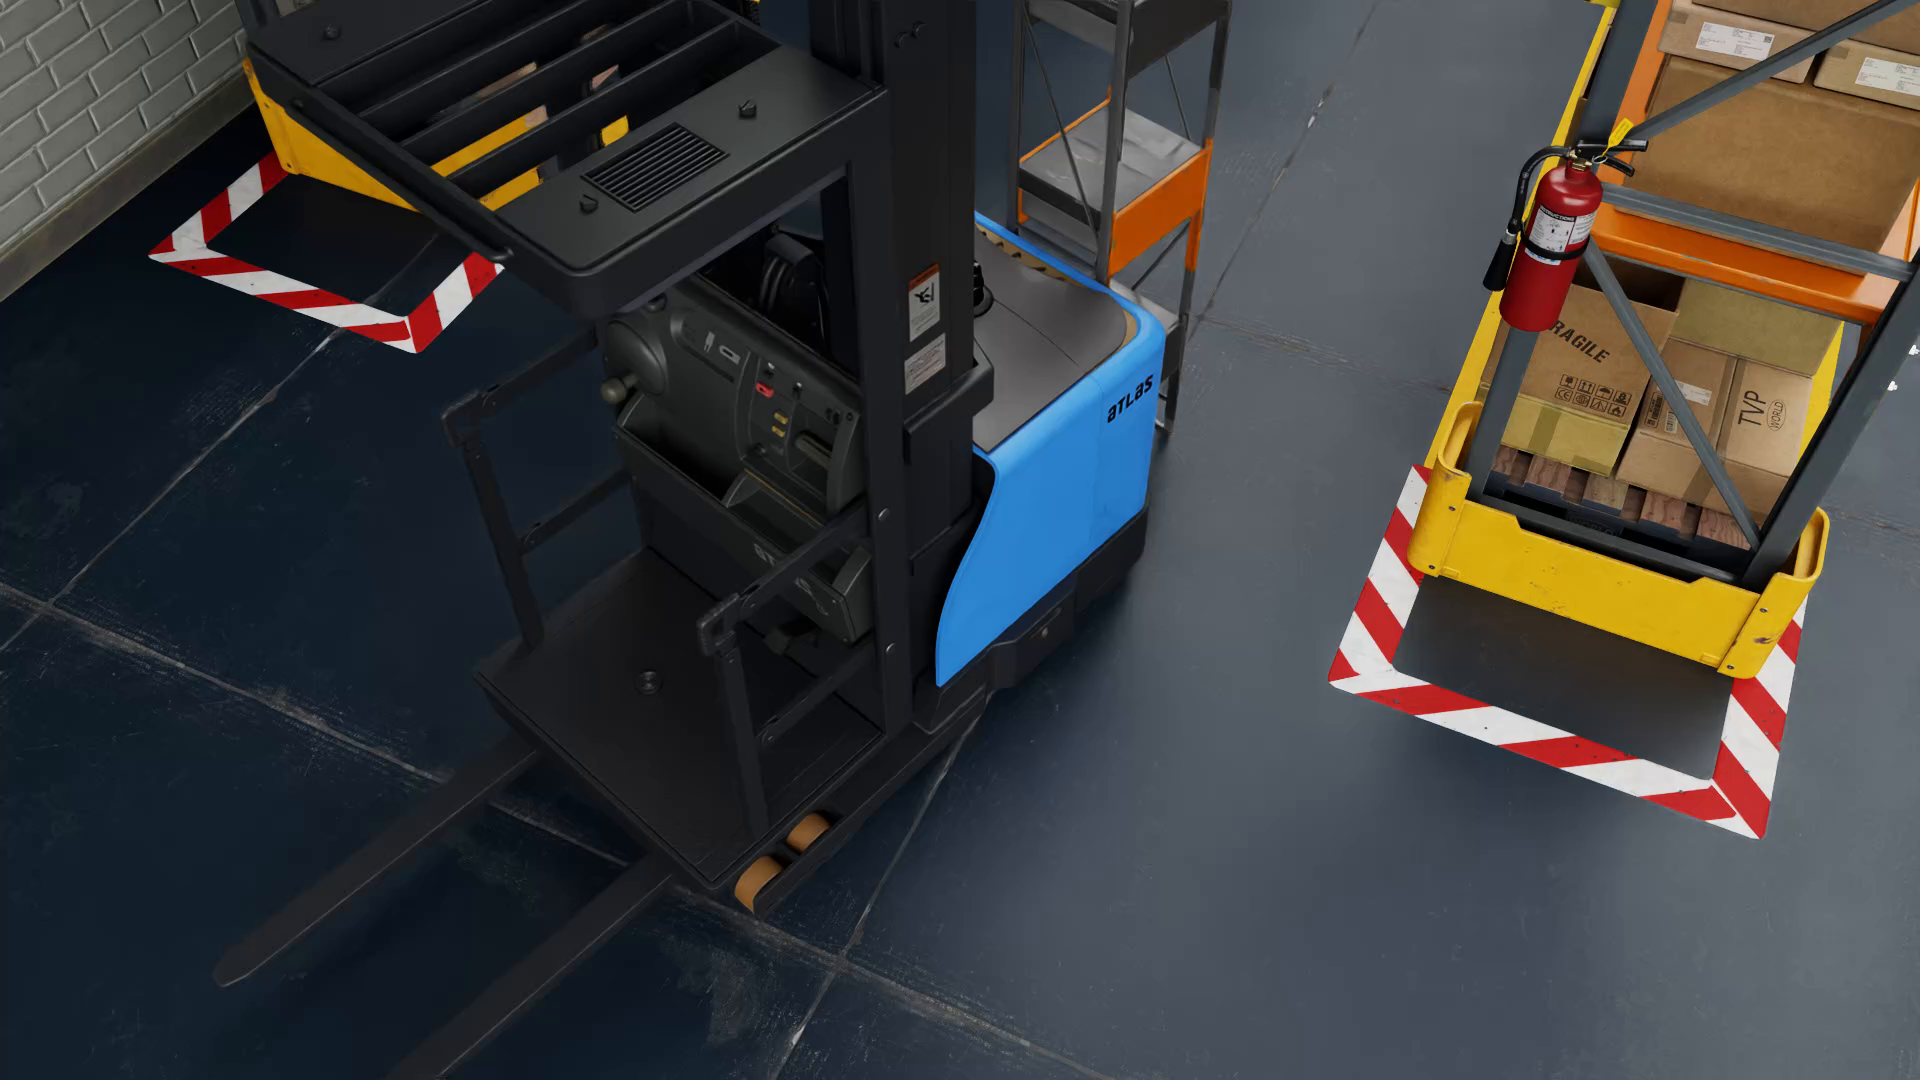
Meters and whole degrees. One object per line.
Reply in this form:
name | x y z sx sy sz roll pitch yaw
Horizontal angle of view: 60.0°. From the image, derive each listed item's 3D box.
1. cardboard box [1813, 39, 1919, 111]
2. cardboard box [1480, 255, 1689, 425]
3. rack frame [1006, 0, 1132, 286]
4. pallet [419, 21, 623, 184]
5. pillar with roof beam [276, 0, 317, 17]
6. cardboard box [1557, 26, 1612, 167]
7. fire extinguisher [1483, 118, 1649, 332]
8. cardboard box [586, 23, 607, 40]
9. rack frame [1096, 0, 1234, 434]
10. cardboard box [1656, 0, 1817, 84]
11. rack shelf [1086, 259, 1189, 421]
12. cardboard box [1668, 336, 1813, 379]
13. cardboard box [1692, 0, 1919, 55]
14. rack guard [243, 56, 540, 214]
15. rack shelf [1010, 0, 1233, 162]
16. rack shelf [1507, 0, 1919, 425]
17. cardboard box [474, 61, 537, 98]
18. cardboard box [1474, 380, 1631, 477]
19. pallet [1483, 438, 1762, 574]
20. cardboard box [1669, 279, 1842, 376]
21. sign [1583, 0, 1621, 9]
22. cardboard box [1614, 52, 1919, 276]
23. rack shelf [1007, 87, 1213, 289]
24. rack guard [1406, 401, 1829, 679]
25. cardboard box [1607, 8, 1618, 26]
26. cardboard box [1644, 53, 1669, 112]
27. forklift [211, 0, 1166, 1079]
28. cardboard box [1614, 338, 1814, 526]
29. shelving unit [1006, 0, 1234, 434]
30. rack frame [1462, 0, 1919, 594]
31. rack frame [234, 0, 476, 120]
cardboard box | 2.483 -1.274 4.373 0.380 0.149 0.250 19 52 16
cardboard box | 2.081 -0.786 5.486 0.500 0.500 0.500 20 52 16
rack frame | 0.298 -0.901 5.138 0.400 2.100 0.015 35 58 26
pallet | -1.948 -2.138 7.430 1.003 0.211 1.213 20 52 16
pillar with roof beam | 1.049 -3.748 3.030 9.100 9.000 0.400 20 52 16
cardboard box | 2.495 -1.479 6.076 0.500 0.500 0.500 20 52 16
fire extinguisher | 1.650 -0.876 4.577 0.296 0.674 0.183 20 52 16
cardboard box | -1.739 -2.552 7.428 0.500 0.311 0.500 24 54 19
rack frame | 0.628 -1.174 5.370 0.400 2.100 0.015 35 58 26
cardboard box | 2.111 -1.399 4.480 0.380 0.149 0.250 19 52 15
rack shelf | 0.463 -0.575 5.798 0.431 0.518 0.480 35 58 26
cardboard box | 2.761 -0.719 5.922 0.500 0.250 0.500 20 52 16
cardboard box | 2.354 -1.638 4.257 0.700 0.500 0.500 20 52 16
rack guard | -2.327 -1.683 6.854 1.175 0.500 0.348 20 52 16
rack shelf | 0.463 -1.482 4.731 0.431 0.518 0.480 35 58 26
rack shelf | 2.975 -1.976 5.934 1.077 0.370 4.000 20 52 16
cardboard box | -1.983 -2.159 7.094 0.500 0.311 0.500 14 51 12
cardboard box | 2.082 -0.542 5.771 0.500 0.250 0.500 20 52 16
pallet | 2.409 -0.468 6.010 1.003 0.211 1.213 20 52 16
cardboard box | 2.763 -0.962 5.636 0.500 0.500 0.500 20 52 16
sign | 1.636 -1.470 4.115 0.100 0.325 0.005 20 52 16
cardboard box | 2.332 -1.181 4.720 0.700 0.500 0.500 20 52 16
rack shelf | 0.463 -1.029 5.264 0.431 0.518 0.480 35 58 26
rack guard | 2.110 -0.005 5.426 1.175 0.500 0.348 20 52 16
cardboard box | 2.709 -1.823 6.369 0.500 0.500 0.500 20 52 16
cardboard box | 2.552 -1.545 5.029 0.700 0.500 0.500 21 53 17
forklift | -0.744 -0.316 4.095 1.130 2.935 3.031 35 58 26
cardboard box | 2.551 -0.374 5.628 0.500 0.250 0.500 20 52 16
shelving unit | 0.463 -1.037 5.254 0.431 2.100 0.503 35 58 26
rack frame | 2.121 -0.832 4.488 1.000 3.000 0.127 20 52 16
rack frame | -2.360 -2.441 5.857 1.000 3.000 0.127 20 52 16
